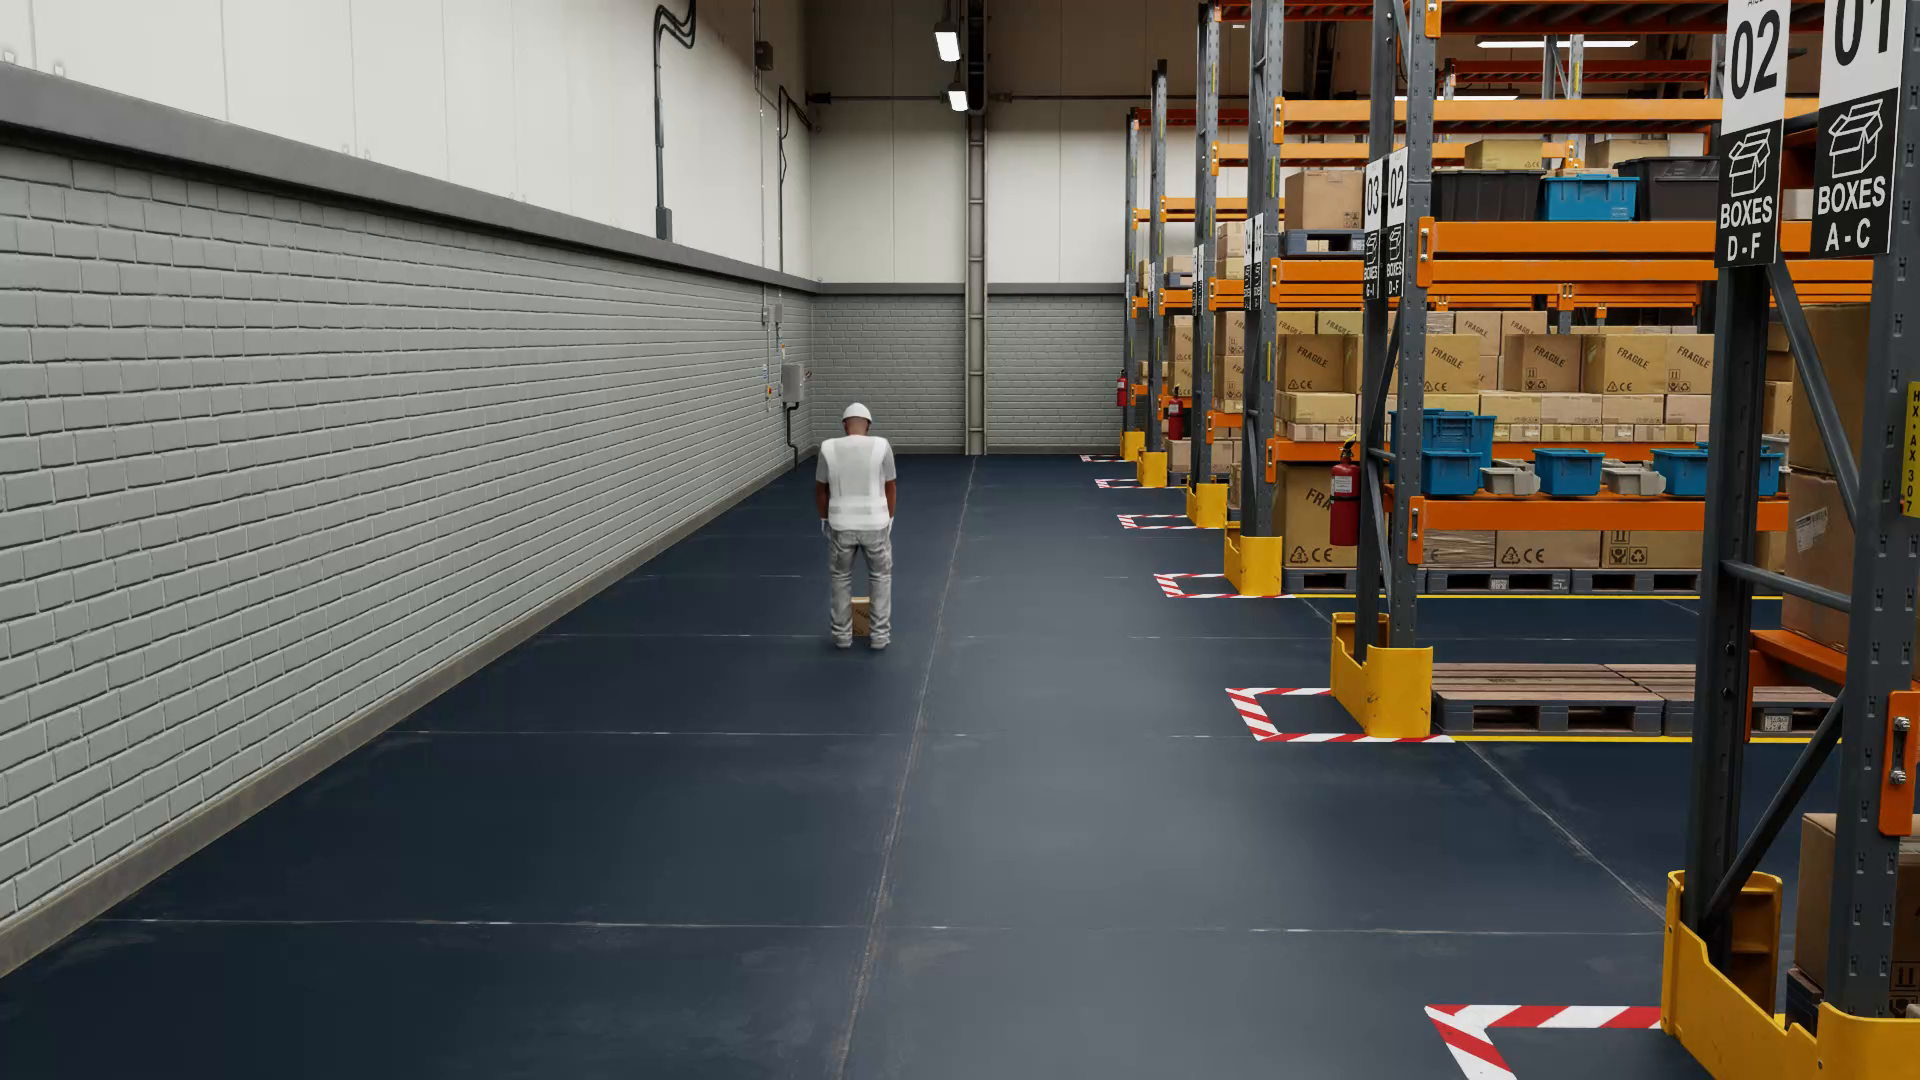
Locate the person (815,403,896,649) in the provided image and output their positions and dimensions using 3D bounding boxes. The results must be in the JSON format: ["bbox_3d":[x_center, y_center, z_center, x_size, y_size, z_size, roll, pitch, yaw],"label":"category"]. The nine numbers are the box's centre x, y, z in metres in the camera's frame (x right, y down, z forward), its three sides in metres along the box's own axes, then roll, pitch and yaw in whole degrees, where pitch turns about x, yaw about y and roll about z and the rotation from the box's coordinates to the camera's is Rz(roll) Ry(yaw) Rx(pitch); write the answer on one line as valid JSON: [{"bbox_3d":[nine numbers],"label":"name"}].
[{"bbox_3d":[-0.734,-0.102,11.762,0.576,1.721,0.477,0,7,3],"label":"person"}]
